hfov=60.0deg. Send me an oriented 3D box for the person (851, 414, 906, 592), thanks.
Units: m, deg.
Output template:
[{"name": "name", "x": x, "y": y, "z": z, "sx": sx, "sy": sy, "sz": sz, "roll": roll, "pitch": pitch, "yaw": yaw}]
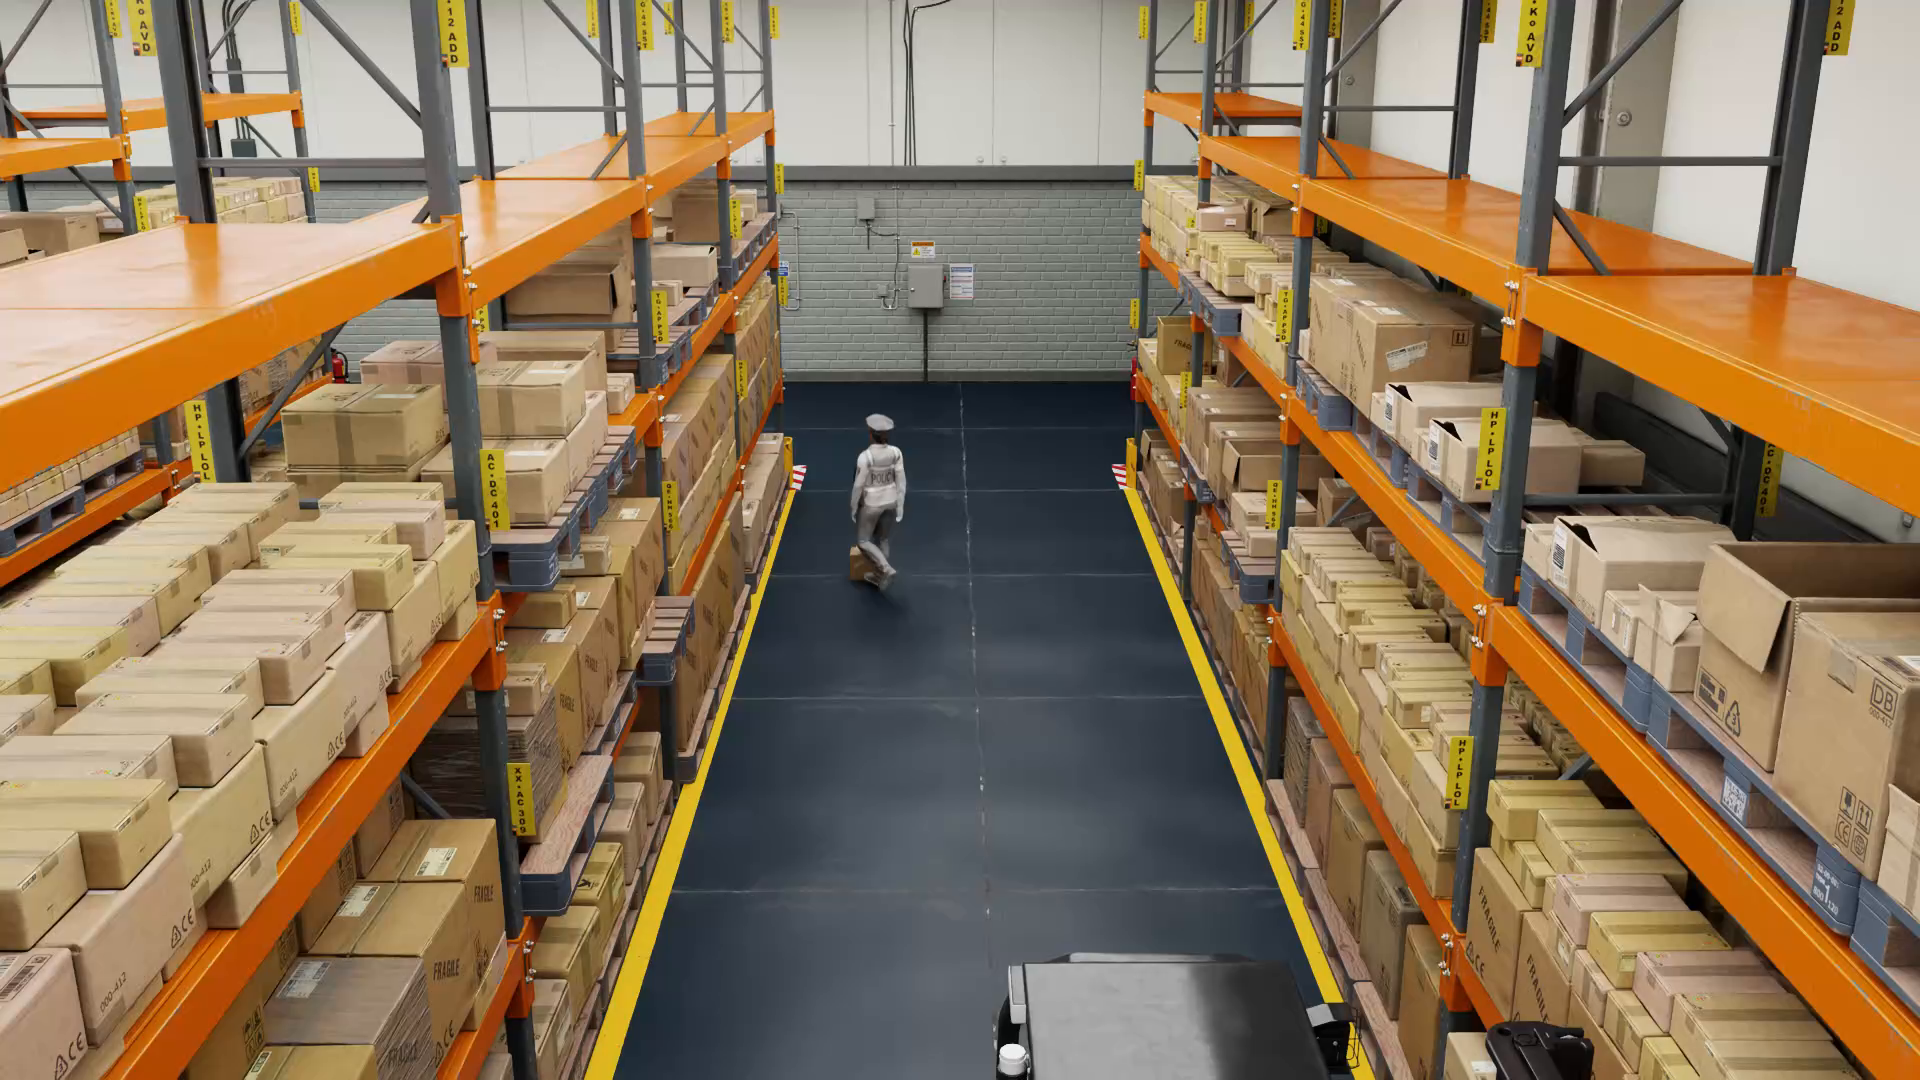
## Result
[{"name": "person", "x": -0.748, "y": -0.324, "z": 15.039, "sx": 0.495, "sy": 1.664, "sz": 0.715, "roll": -12, "pitch": 21, "yaw": -35}]
